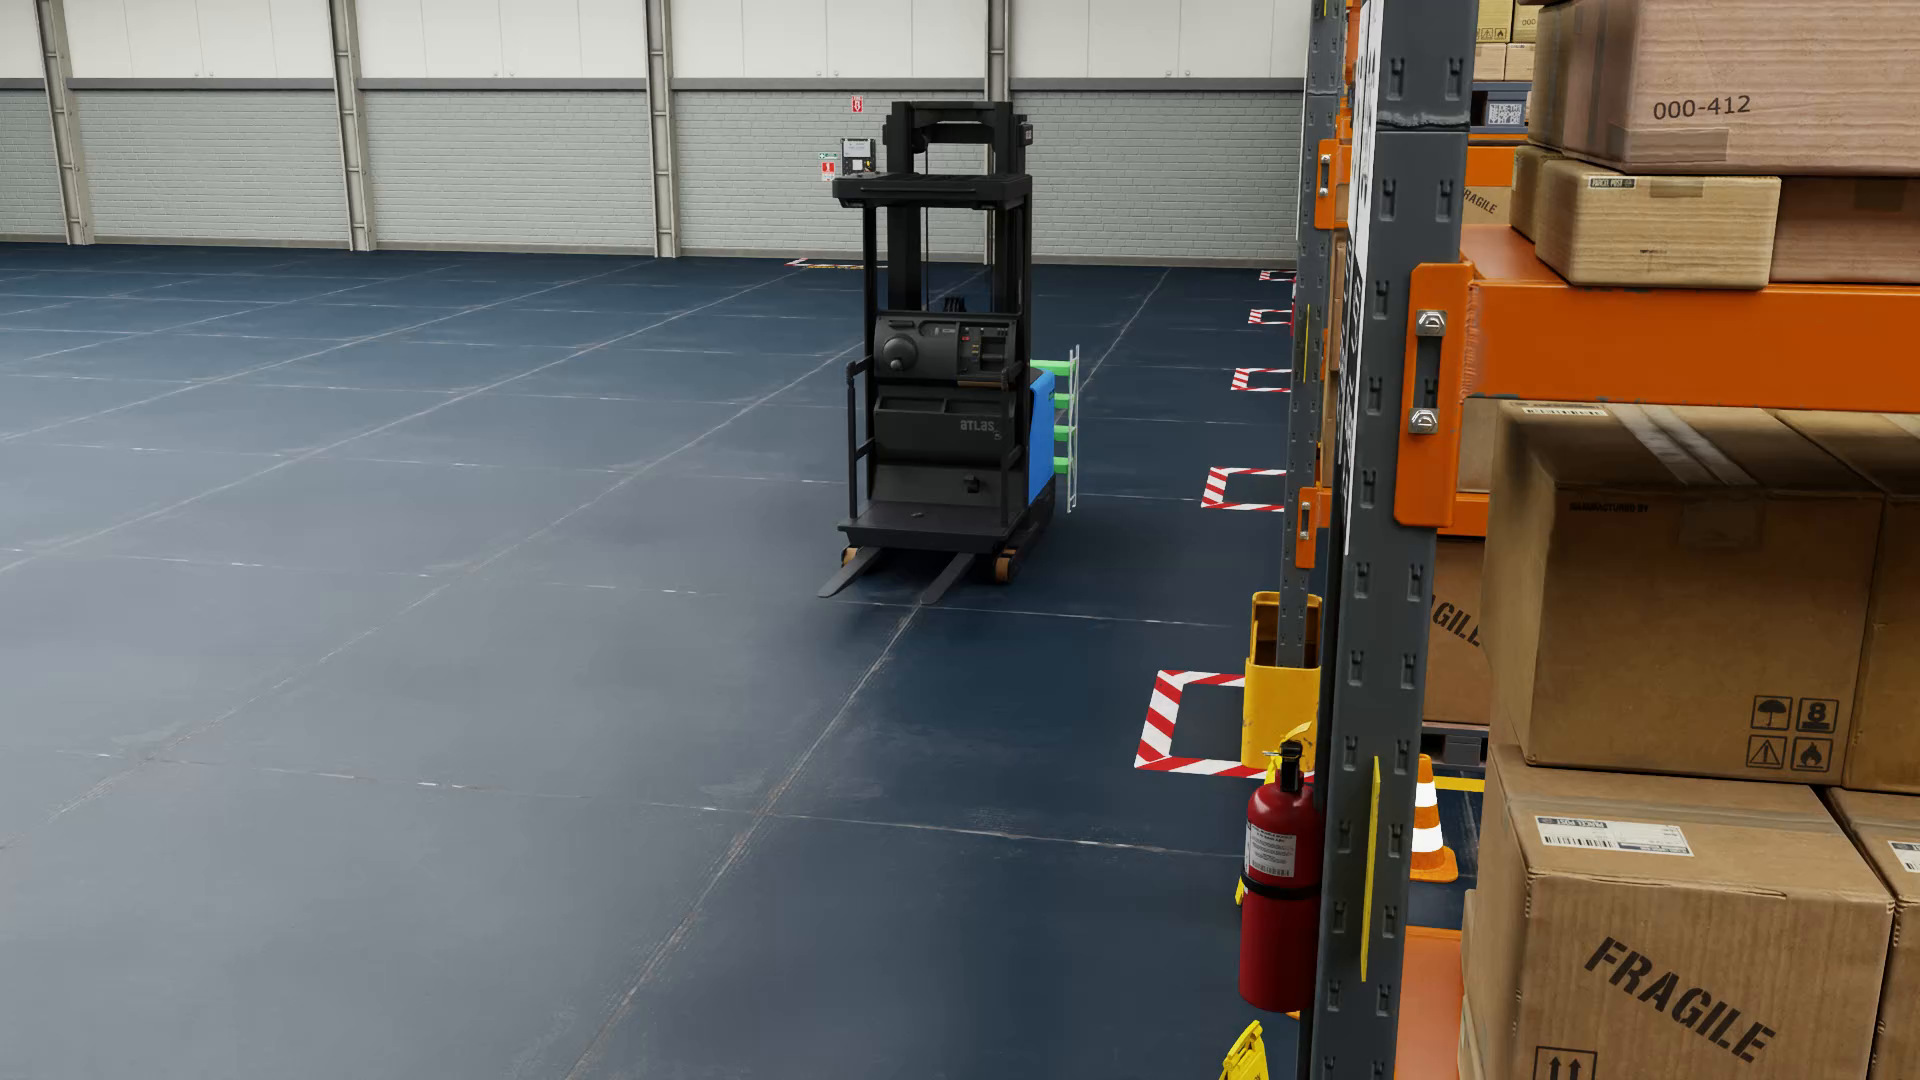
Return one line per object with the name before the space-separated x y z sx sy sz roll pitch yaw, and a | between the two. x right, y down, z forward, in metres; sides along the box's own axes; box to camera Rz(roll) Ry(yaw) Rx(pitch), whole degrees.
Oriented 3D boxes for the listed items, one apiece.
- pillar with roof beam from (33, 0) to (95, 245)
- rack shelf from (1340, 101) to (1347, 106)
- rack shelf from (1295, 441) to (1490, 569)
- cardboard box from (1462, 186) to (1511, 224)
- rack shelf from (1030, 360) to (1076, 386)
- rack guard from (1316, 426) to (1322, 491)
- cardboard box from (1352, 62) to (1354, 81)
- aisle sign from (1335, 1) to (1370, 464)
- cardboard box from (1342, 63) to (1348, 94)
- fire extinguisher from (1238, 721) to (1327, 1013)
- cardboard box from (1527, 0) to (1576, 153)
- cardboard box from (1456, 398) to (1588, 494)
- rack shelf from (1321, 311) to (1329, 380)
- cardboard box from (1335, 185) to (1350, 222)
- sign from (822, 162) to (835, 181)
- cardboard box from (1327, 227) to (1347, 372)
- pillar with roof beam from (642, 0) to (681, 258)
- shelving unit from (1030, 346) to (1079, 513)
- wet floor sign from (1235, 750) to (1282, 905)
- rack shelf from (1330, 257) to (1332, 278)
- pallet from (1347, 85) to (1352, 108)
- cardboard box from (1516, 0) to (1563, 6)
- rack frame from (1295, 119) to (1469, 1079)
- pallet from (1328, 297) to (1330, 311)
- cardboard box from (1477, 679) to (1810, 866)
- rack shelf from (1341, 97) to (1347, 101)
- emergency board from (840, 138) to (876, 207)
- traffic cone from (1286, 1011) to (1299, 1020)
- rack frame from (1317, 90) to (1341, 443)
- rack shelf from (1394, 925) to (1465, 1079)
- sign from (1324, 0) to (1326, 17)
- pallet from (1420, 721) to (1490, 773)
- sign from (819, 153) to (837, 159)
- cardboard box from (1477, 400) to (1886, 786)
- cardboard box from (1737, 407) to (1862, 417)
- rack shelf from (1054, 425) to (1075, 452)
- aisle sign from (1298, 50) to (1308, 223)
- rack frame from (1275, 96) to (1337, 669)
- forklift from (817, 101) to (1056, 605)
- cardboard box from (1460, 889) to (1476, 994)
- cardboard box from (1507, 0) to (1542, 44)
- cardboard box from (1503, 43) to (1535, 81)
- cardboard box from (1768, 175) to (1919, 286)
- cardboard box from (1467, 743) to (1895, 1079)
pillar with roof beam | -17.863 -8.945 26.927 0.400 9.000 9.100 3 16 11
rack shelf | 6.632 -5.411 21.134 4.000 0.370 1.077 3 16 11
rack shelf | 3.567 -0.082 7.515 4.000 0.370 1.077 3 16 11
cardboard box | 3.668 -2.371 11.816 0.500 0.500 0.500 3 16 11
rack shelf | 0.591 -1.224 12.106 0.480 0.148 0.258 4 16 15
rack guard | 2.769 -0.618 12.787 0.348 0.500 1.175 3 16 11
cardboard box | 3.029 -3.459 12.276 0.250 0.149 0.380 3 16 11
aisle sign | 0.717 -0.566 3.048 0.004 0.787 0.394 3 16 11
cardboard box | 5.933 -7.134 25.785 0.500 0.500 0.500 4 16 13
fire extinguisher | 0.699 0.676 3.577 0.183 0.674 0.296 3 16 11
cardboard box | 1.275 -0.794 2.845 0.500 0.250 0.500 3 16 10
cardboard box | 2.523 -0.576 7.670 0.550 0.550 0.875 3 16 11
rack shelf | 4.654 -1.374 12.180 4.000 0.370 1.077 3 16 11
cardboard box | 5.127 -4.438 21.707 0.500 0.500 0.700 3 16 11
sign | -2.301 -6.437 29.046 0.234 0.329 0.001 3 16 11
cardboard box | 1.963 -1.097 7.531 0.550 0.550 0.875 3 16 11
pillar with roof beam | -6.103 -8.307 24.622 0.400 9.000 9.100 3 16 11
shelving unit | 0.591 -0.823 12.217 0.503 1.200 0.258 4 16 15
wet floor sign | 1.184 1.116 6.253 0.232 0.644 0.267 0 15 1
rack shelf | 5.641 -2.669 16.857 4.000 0.370 1.077 3 16 11
pallet | 4.473 -4.407 16.519 1.213 0.211 1.003 3 16 11
cardboard box | 1.110 -1.002 2.850 0.250 0.149 0.380 3 16 12
rack frame | 0.720 0.766 3.109 0.127 3.000 1.000 3 16 11
pallet | 5.430 -3.045 22.087 1.213 0.211 1.003 3 16 11
cardboard box | 1.306 0.531 3.212 0.500 0.500 0.500 3 16 10
rack shelf | 7.616 -6.707 25.813 4.000 0.370 1.077 3 16 11
emergency board | -1.780 -6.364 28.847 0.643 1.169 0.194 3 16 11
traffic cone | 1.286 1.365 5.697 0.334 0.463 0.336 3 16 11
rack frame | 2.694 -1.827 12.468 0.127 3.000 1.000 3 16 11
rack shelf | 2.679 1.219 2.821 4.000 0.370 1.077 3 16 11
sign | 1.490 -2.295 6.753 0.005 0.325 0.100 3 16 11
pallet | 2.406 0.831 8.096 1.213 0.211 1.003 3 16 11
sign | -2.298 -6.690 28.966 0.331 0.109 0.001 3 16 11
cardboard box | 1.264 0.062 3.031 0.500 0.500 0.700 3 16 10
cardboard box | 3.574 -0.496 7.381 0.500 0.550 0.875 3 16 11
rack shelf | 0.591 -0.762 12.234 0.480 0.148 0.258 4 16 15
aisle sign | 1.597 -1.870 7.753 0.004 0.787 0.394 3 16 11
rack frame | 1.607 -0.535 7.803 0.127 3.000 1.000 3 16 11
forklift | -0.142 -1.250 10.514 1.130 2.935 3.031 4 16 13
cardboard box | 1.129 0.851 3.273 0.250 0.149 0.380 4 16 13
cardboard box | 2.526 -2.182 6.882 0.500 0.250 0.500 3 16 10
cardboard box | 2.374 -1.981 6.901 0.250 0.149 0.380 3 16 11
cardboard box | 1.255 -0.466 2.406 0.250 0.149 0.380 3 16 9
cardboard box | 1.128 0.672 2.703 0.500 0.500 0.500 3 16 10
